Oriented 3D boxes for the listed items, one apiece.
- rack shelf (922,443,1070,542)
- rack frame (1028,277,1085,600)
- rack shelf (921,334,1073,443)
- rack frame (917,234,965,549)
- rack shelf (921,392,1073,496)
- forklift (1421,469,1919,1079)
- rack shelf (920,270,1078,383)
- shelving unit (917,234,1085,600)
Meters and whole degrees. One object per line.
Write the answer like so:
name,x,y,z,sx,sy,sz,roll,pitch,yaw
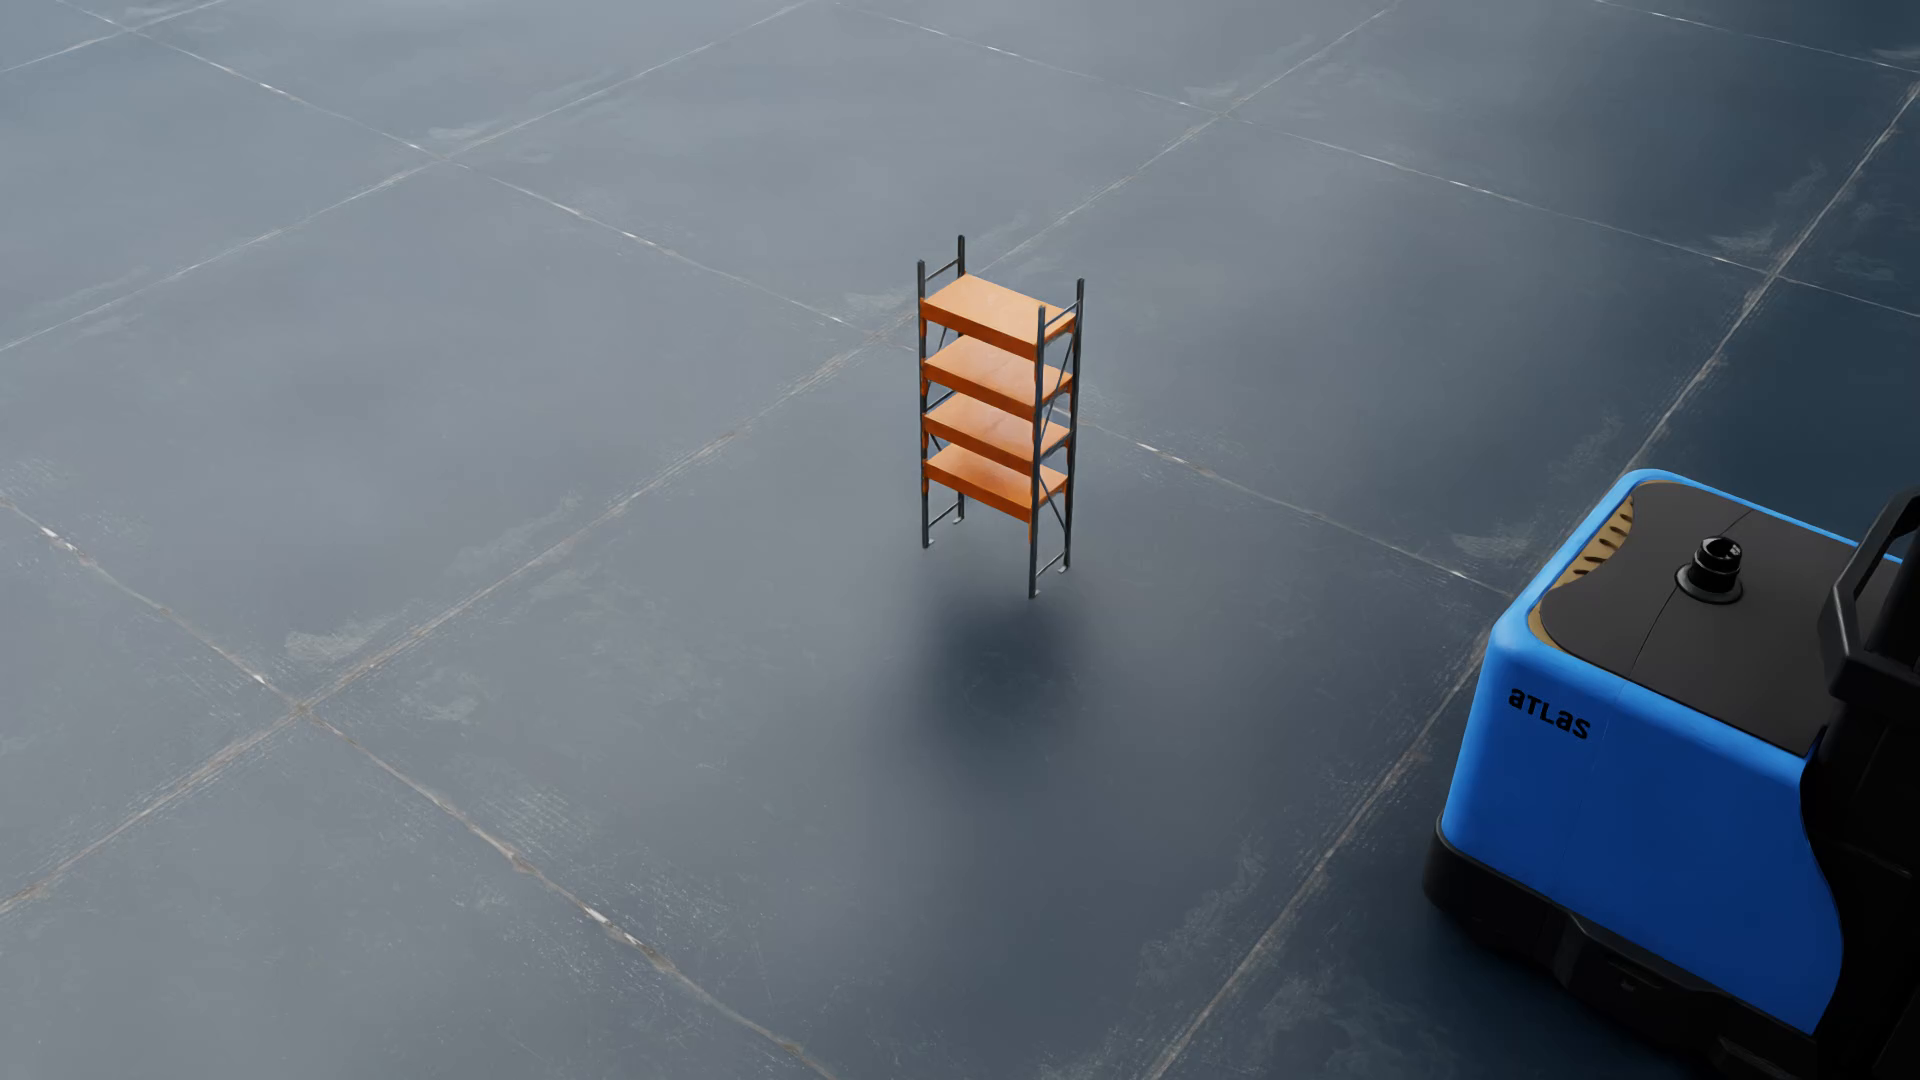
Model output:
rack shelf,0.131,-0.201,5.965,0.480,0.148,0.258,25,45,29
rack frame,0.325,-0.319,5.684,0.015,1.200,0.240,25,45,29
rack shelf,0.131,-0.534,5.705,0.480,0.148,0.258,25,45,29
rack frame,-0.062,-0.502,5.918,0.015,1.200,0.240,25,45,29
rack shelf,0.131,-0.357,5.842,0.480,0.148,0.258,25,45,29
forklift,2.805,0.267,3.531,3.031,2.935,1.130,27,45,30
rack shelf,0.131,-0.720,5.559,0.480,0.148,0.258,25,45,29
shelving unit,0.131,-0.410,5.801,0.503,1.200,0.258,25,45,29
